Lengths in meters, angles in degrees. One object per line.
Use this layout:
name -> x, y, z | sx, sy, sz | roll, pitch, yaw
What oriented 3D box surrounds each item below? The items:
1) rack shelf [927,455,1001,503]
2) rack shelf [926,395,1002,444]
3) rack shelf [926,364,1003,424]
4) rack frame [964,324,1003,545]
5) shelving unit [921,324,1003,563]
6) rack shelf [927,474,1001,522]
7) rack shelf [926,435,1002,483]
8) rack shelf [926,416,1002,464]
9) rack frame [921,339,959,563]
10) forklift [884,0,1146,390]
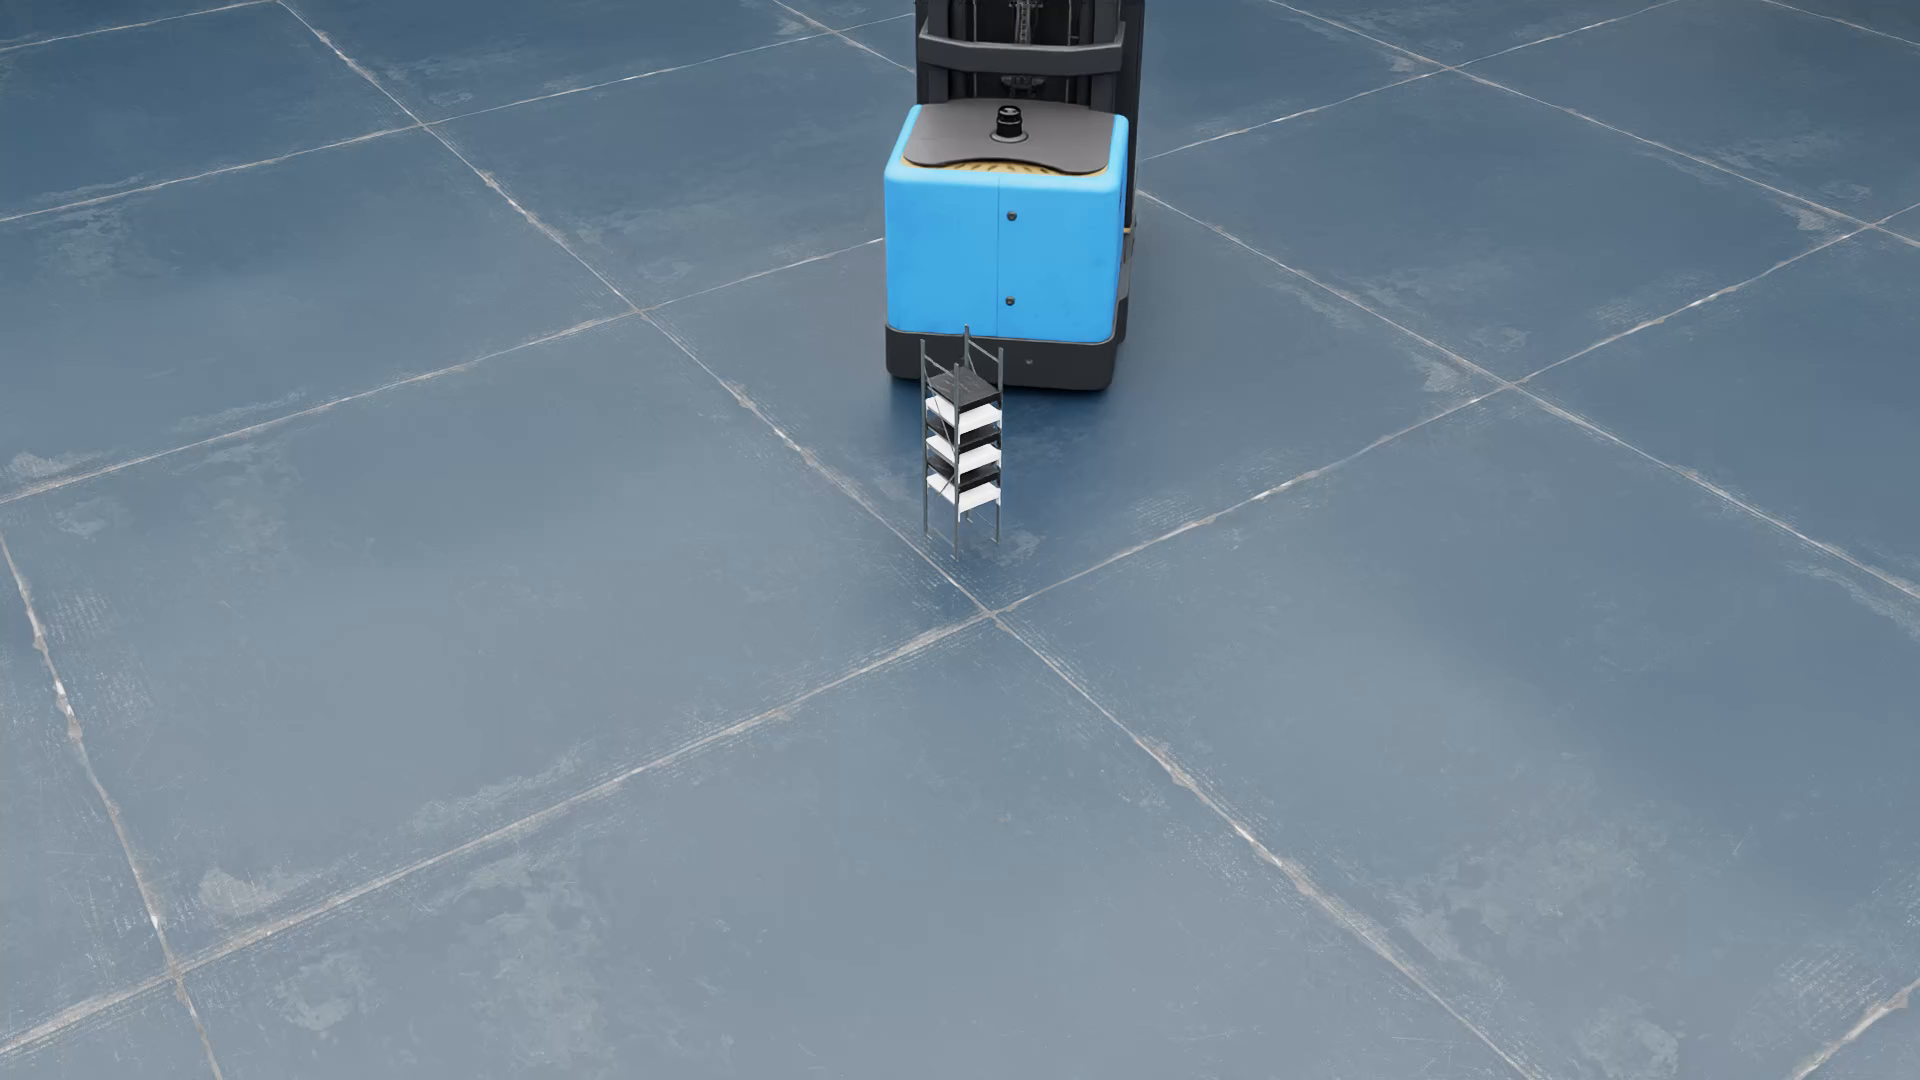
rack shelf -> 0.007, -0.268, 6.563 | 0.200, 0.077, 0.258 | -22, 41, -28
rack shelf -> 0.007, -0.487, 6.405 | 0.200, 0.077, 0.258 | -22, 41, -28
rack shelf -> 0.007, -0.560, 6.353 | 0.200, 0.077, 0.258 | -22, 41, -28
rack frame -> 0.090, -0.402, 6.539 | 0.006, 0.900, 0.240 | -22, 41, -28
shelving unit -> 0.007, -0.368, 6.491 | 0.210, 0.900, 0.258 | -22, 41, -28
rack shelf -> 0.007, -0.195, 6.616 | 0.200, 0.077, 0.258 | -22, 41, -28
rack shelf -> 0.007, -0.341, 6.510 | 0.200, 0.077, 0.258 | -22, 41, -28
rack shelf -> 0.007, -0.414, 6.458 | 0.200, 0.077, 0.258 | -22, 41, -28
rack frame -> -0.076, -0.334, 6.443 | 0.006, 0.900, 0.240 | -22, 41, -28
forklift -> 0.364, -2.721, 8.023 | 1.130, 2.935, 3.031 | 4, 36, 6
